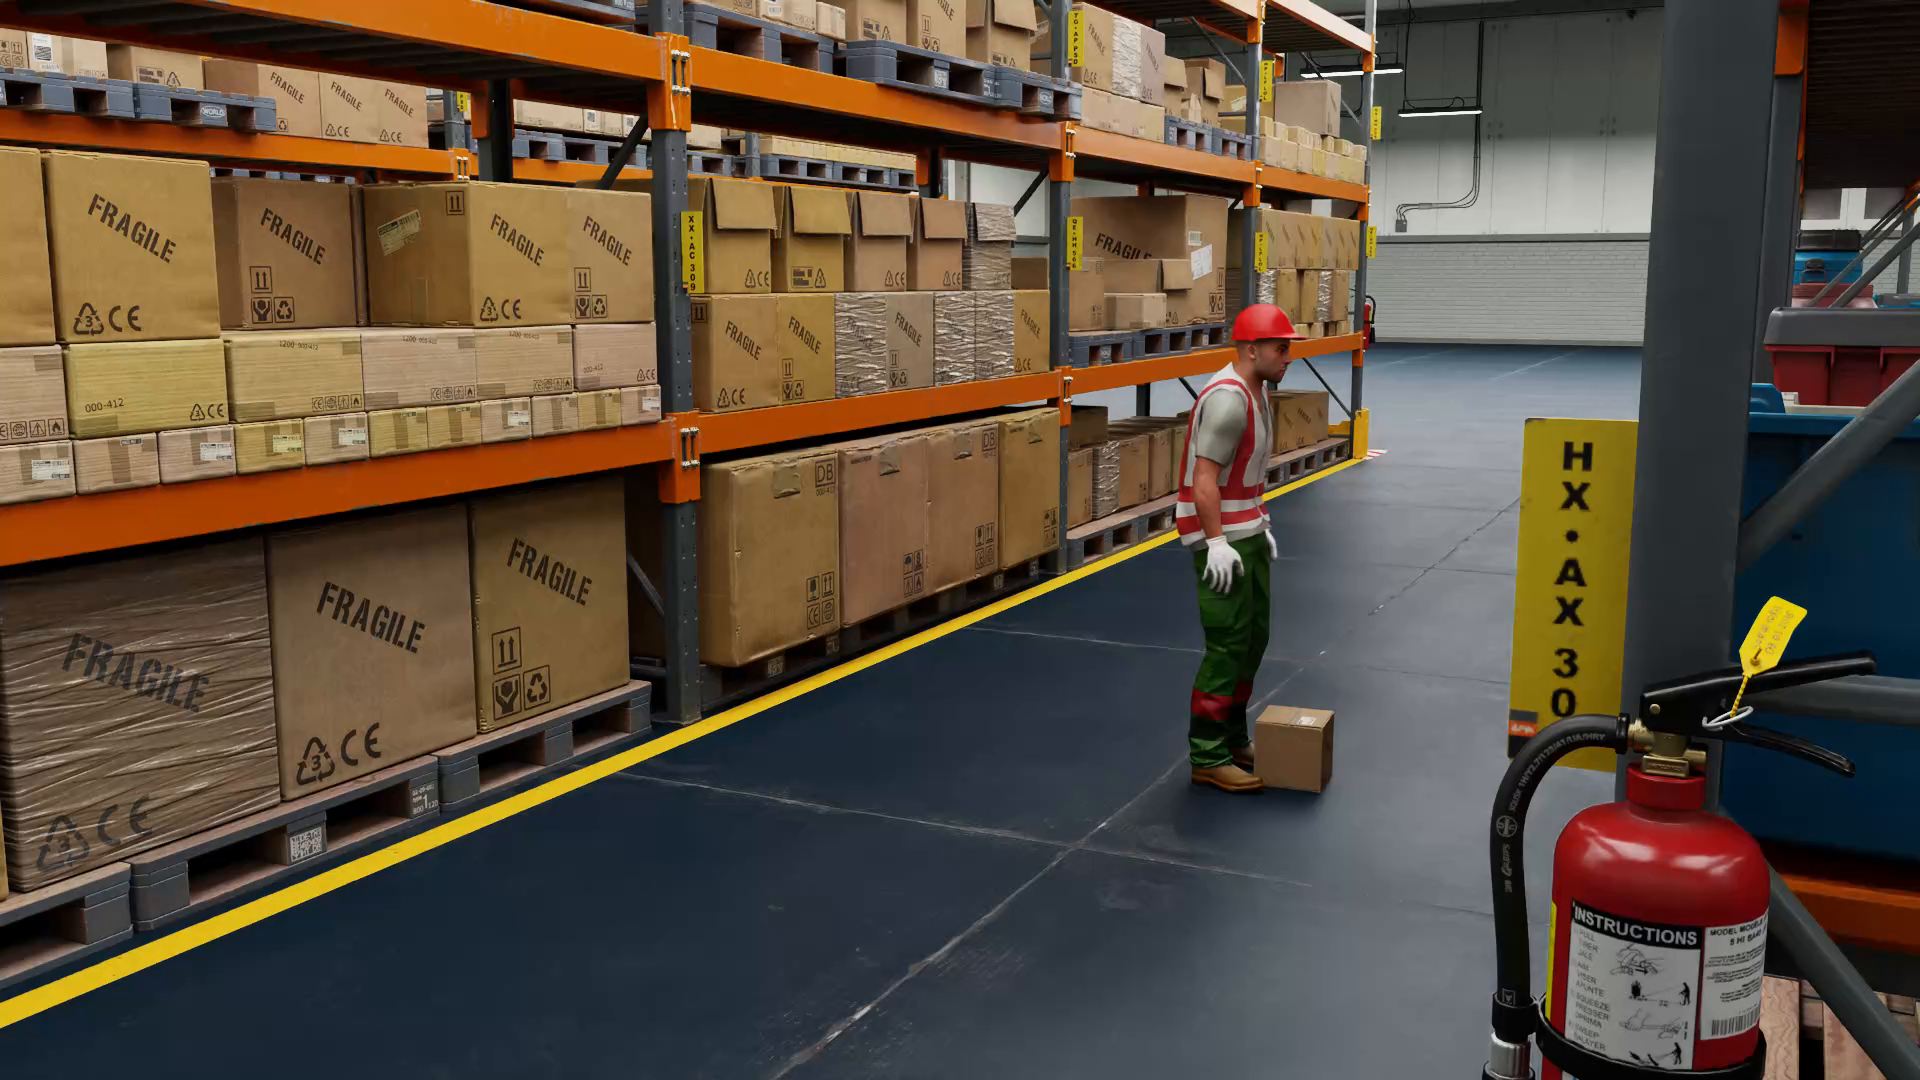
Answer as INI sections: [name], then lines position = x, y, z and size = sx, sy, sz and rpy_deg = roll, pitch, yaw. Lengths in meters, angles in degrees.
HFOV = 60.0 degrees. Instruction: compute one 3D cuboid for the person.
[person]
position = 1.046, 0.014, 6.230
size = 0.453, 1.778, 0.604
rpy_deg = 4, 10, 26
